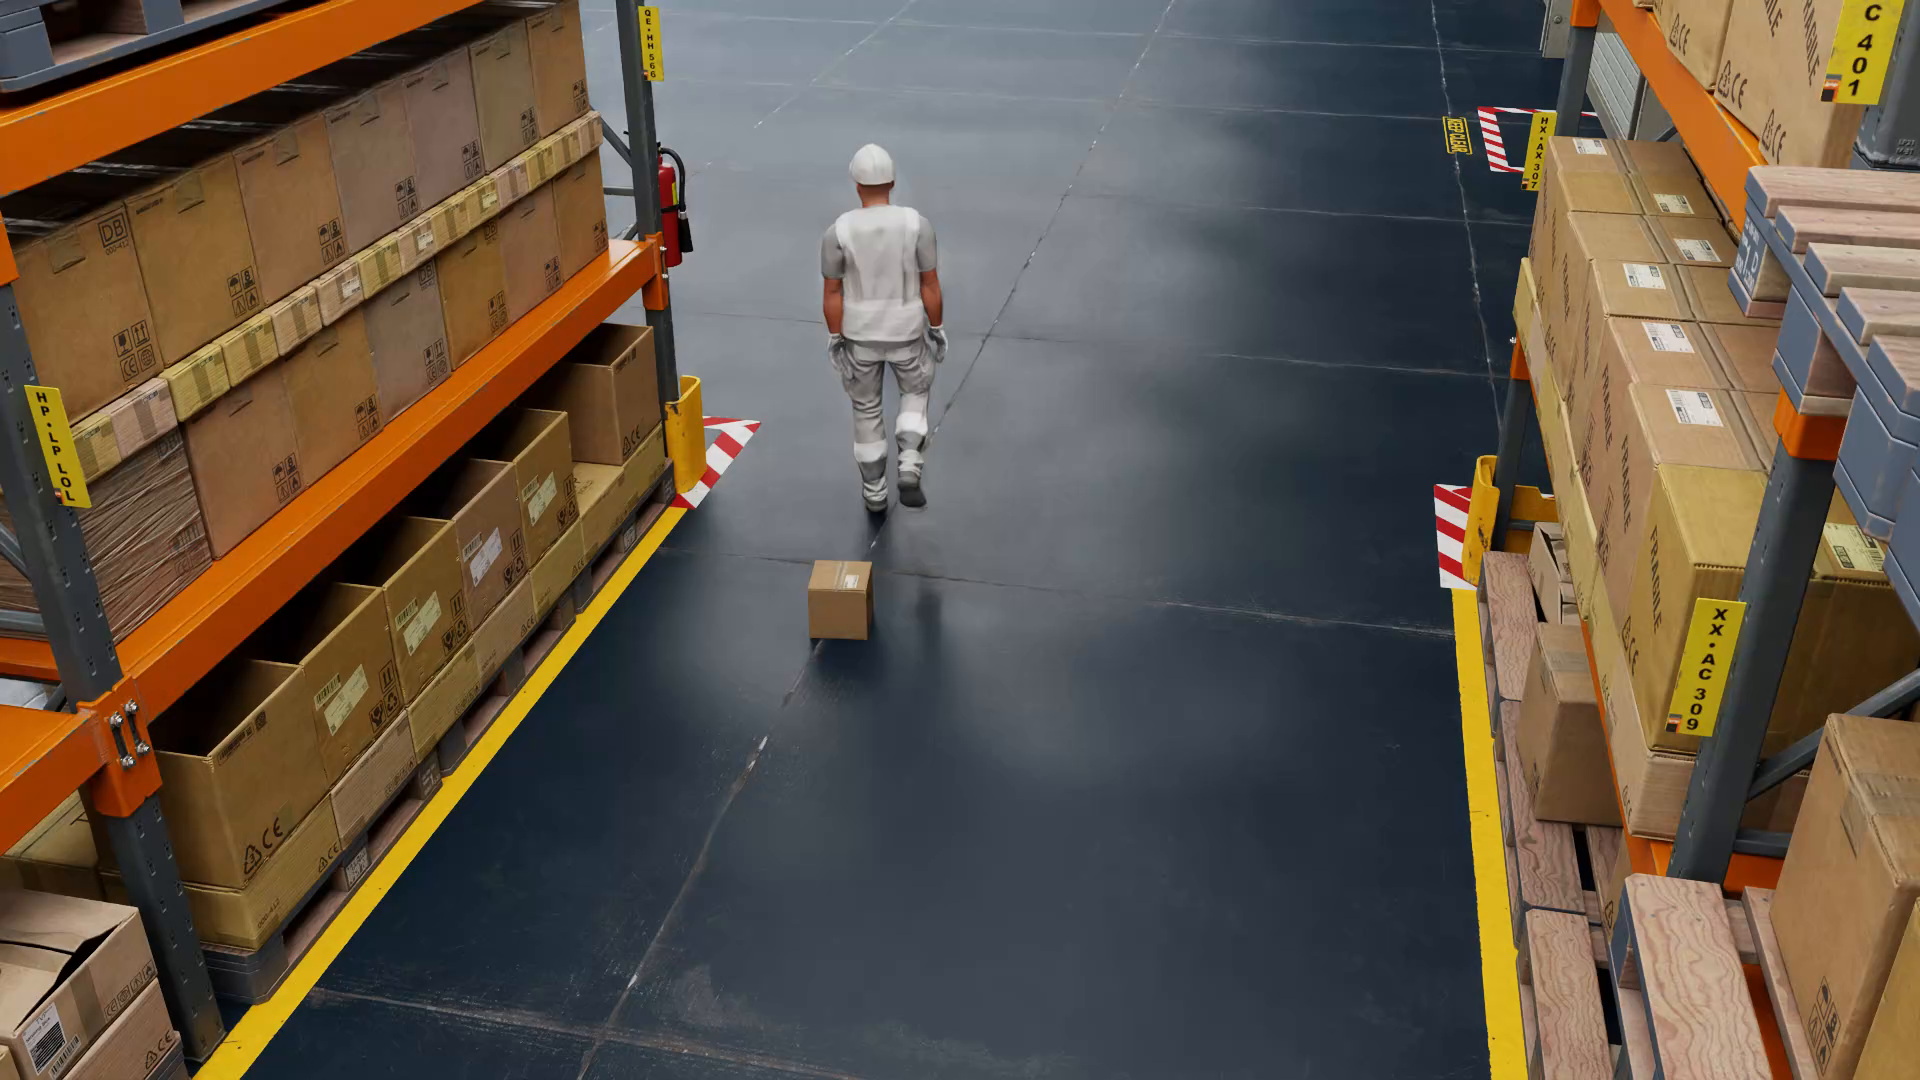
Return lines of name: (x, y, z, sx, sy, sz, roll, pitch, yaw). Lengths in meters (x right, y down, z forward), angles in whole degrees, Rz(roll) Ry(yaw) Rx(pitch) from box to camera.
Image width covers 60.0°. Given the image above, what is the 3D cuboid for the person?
person: (-0.344, -0.947, 7.780, 0.585, 1.777, 0.502, -3, 29, -5)
